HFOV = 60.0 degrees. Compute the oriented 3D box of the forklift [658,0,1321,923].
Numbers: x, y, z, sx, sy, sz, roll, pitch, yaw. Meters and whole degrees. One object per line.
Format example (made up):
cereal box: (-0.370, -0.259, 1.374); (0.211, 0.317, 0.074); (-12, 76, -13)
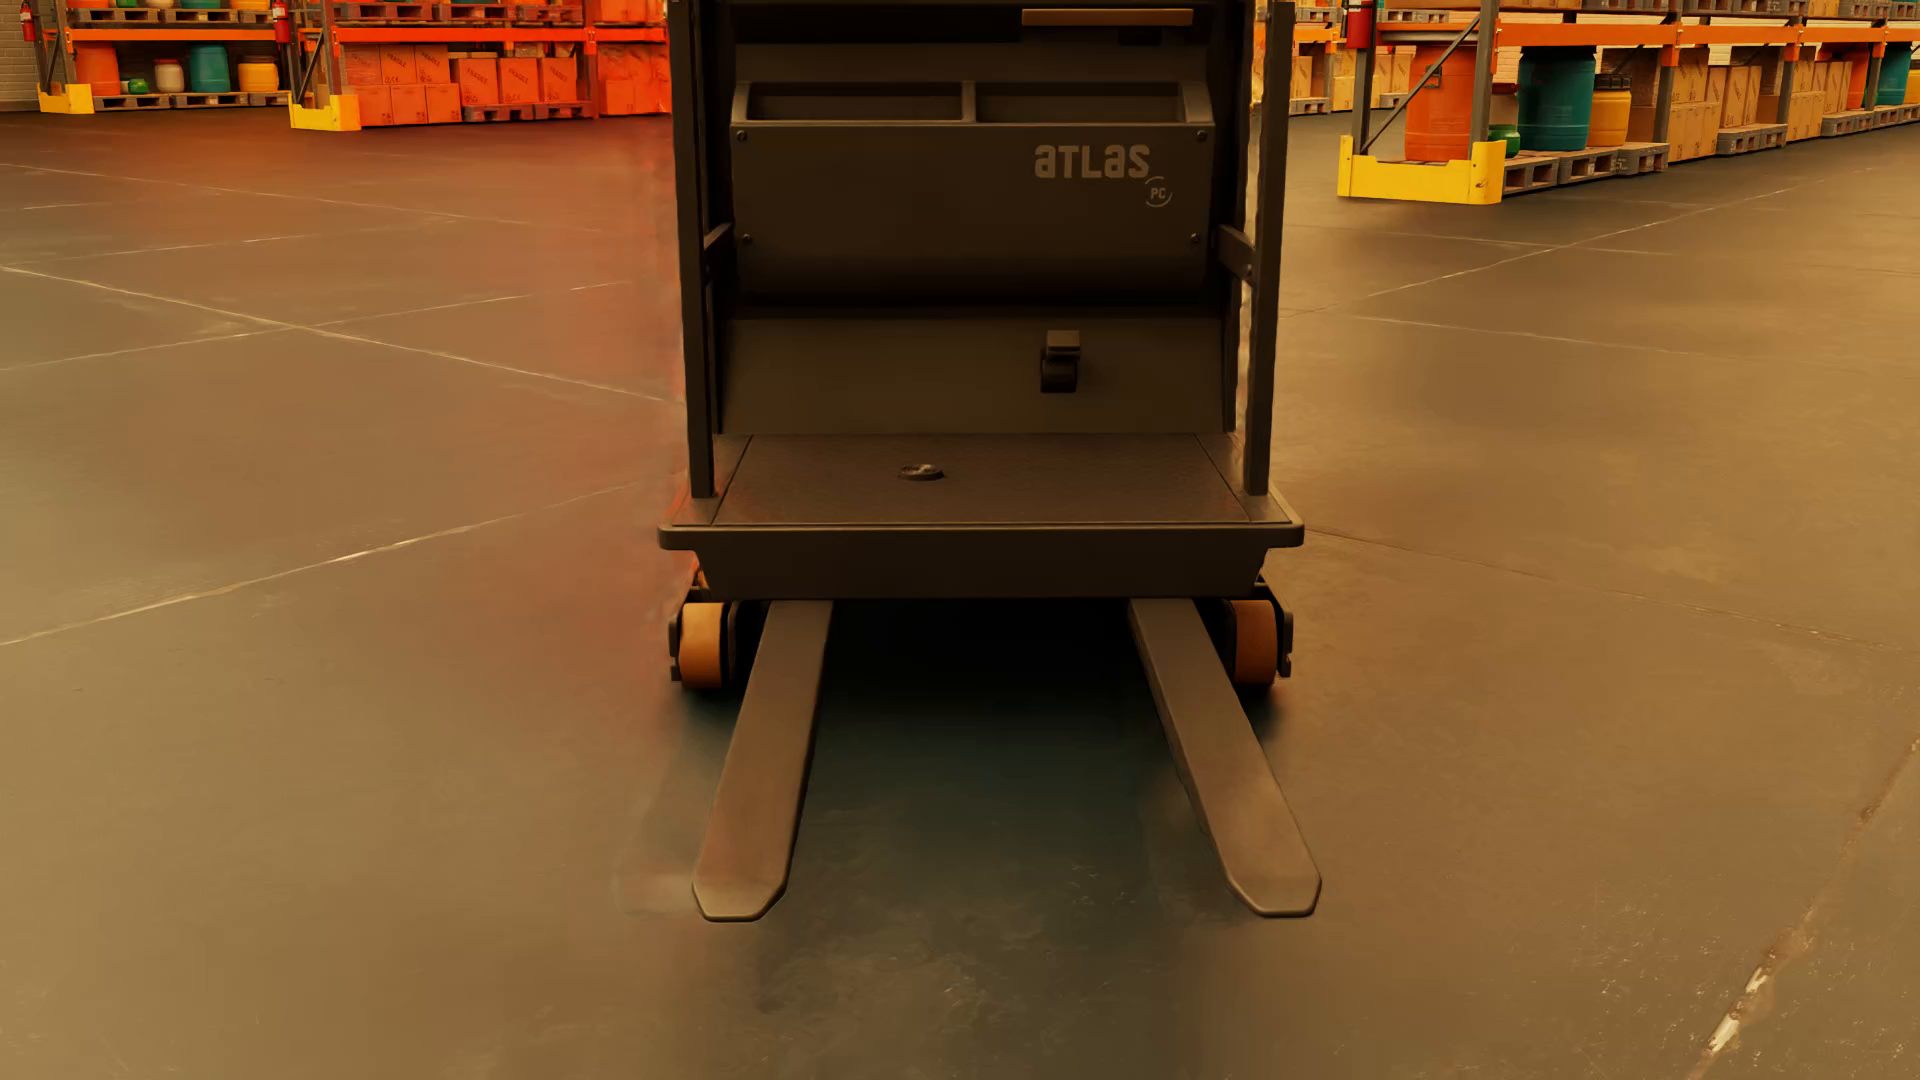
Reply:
forklift: (0.030, -1.218, 2.909); (1.130, 2.935, 3.031); (0, 17, -1)
